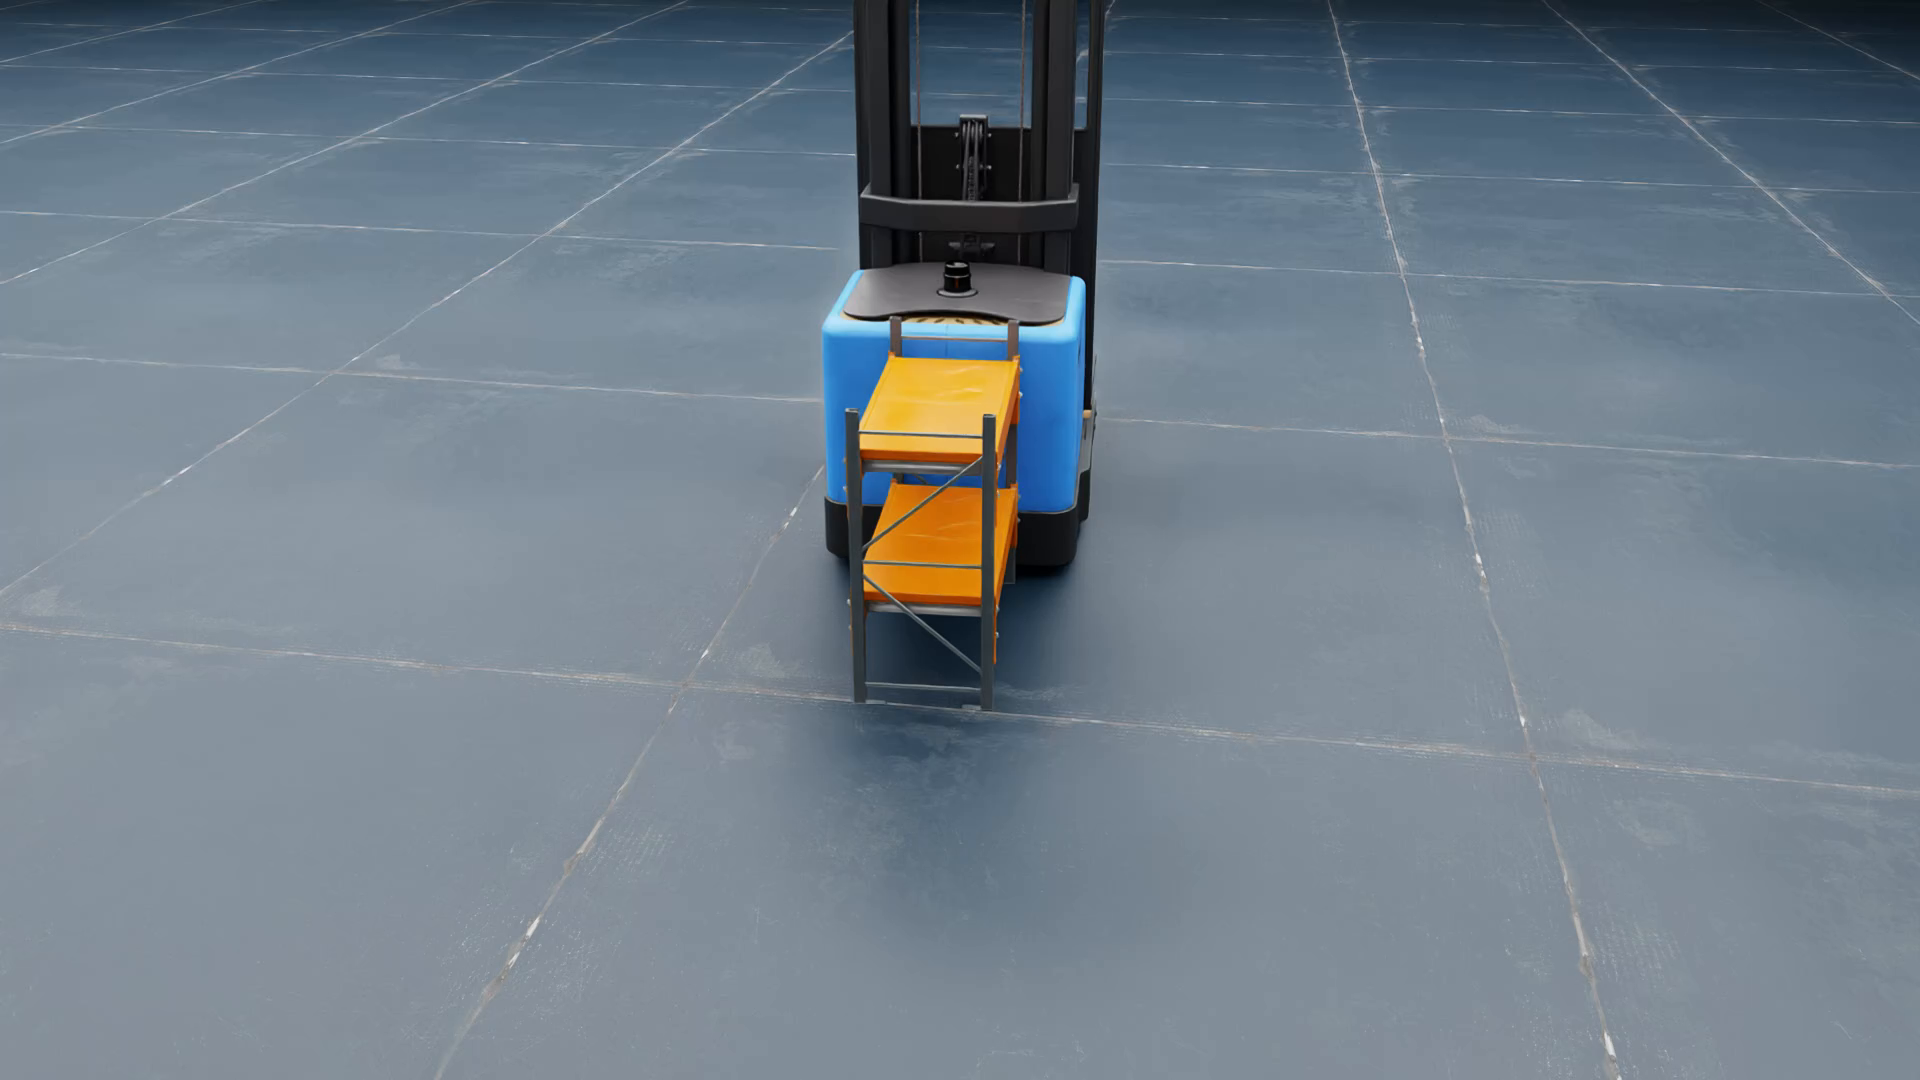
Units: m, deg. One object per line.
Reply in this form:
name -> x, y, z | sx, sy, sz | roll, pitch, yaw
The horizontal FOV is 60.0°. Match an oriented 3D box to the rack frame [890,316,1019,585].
rack frame -> -0.022, -0.341, 6.651 | 0.500, 1.125, 0.032 | 3, 25, 6

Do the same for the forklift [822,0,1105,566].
forklift -> 0.109, -1.812, 7.663 | 1.130, 2.935, 3.031 | 3, 25, 6

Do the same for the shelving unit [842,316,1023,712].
shelving unit -> -0.077, -0.126, 6.193 | 0.538, 1.125, 1.048 | 3, 25, 6

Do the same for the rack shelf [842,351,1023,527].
rack shelf -> -0.077, -0.392, 6.069 | 0.538, 0.278, 1.000 | 3, 25, 6

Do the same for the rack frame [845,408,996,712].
rack frame -> -0.131, 0.088, 5.736 | 0.500, 1.125, 0.032 | 3, 25, 6

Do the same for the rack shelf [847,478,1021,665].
rack shelf -> -0.077, 0.095, 6.297 | 0.538, 0.278, 1.000 | 3, 25, 6
